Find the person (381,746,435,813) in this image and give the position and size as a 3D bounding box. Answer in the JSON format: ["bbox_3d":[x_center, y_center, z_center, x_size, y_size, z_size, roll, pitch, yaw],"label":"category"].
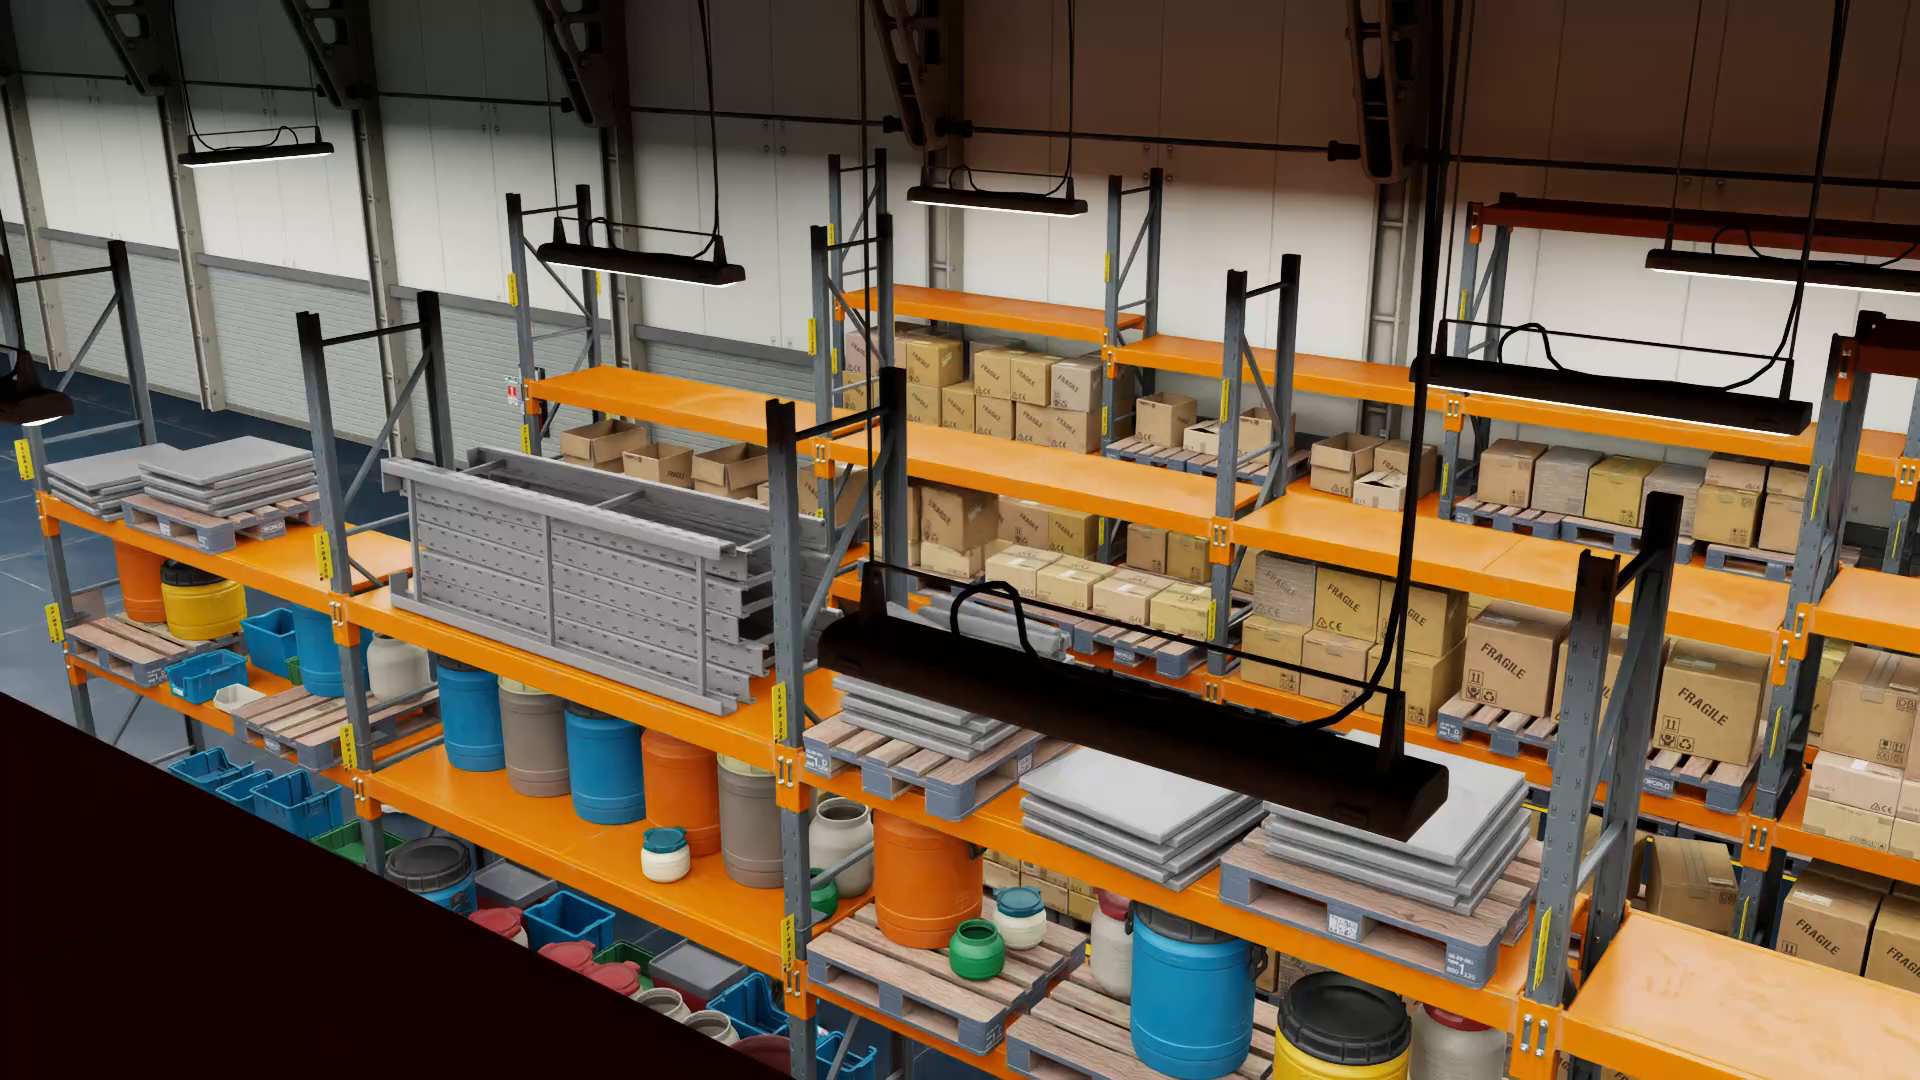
[{"bbox_3d":[-5.412,1.926,16.615,0.914,1.758,0.611,-9,20,-25],"label":"person"}]

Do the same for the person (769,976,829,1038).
[{"bbox_3d":[-1.363,3.236,12.929,0.563,1.584,0.418,7,20,20],"label":"person"}]
